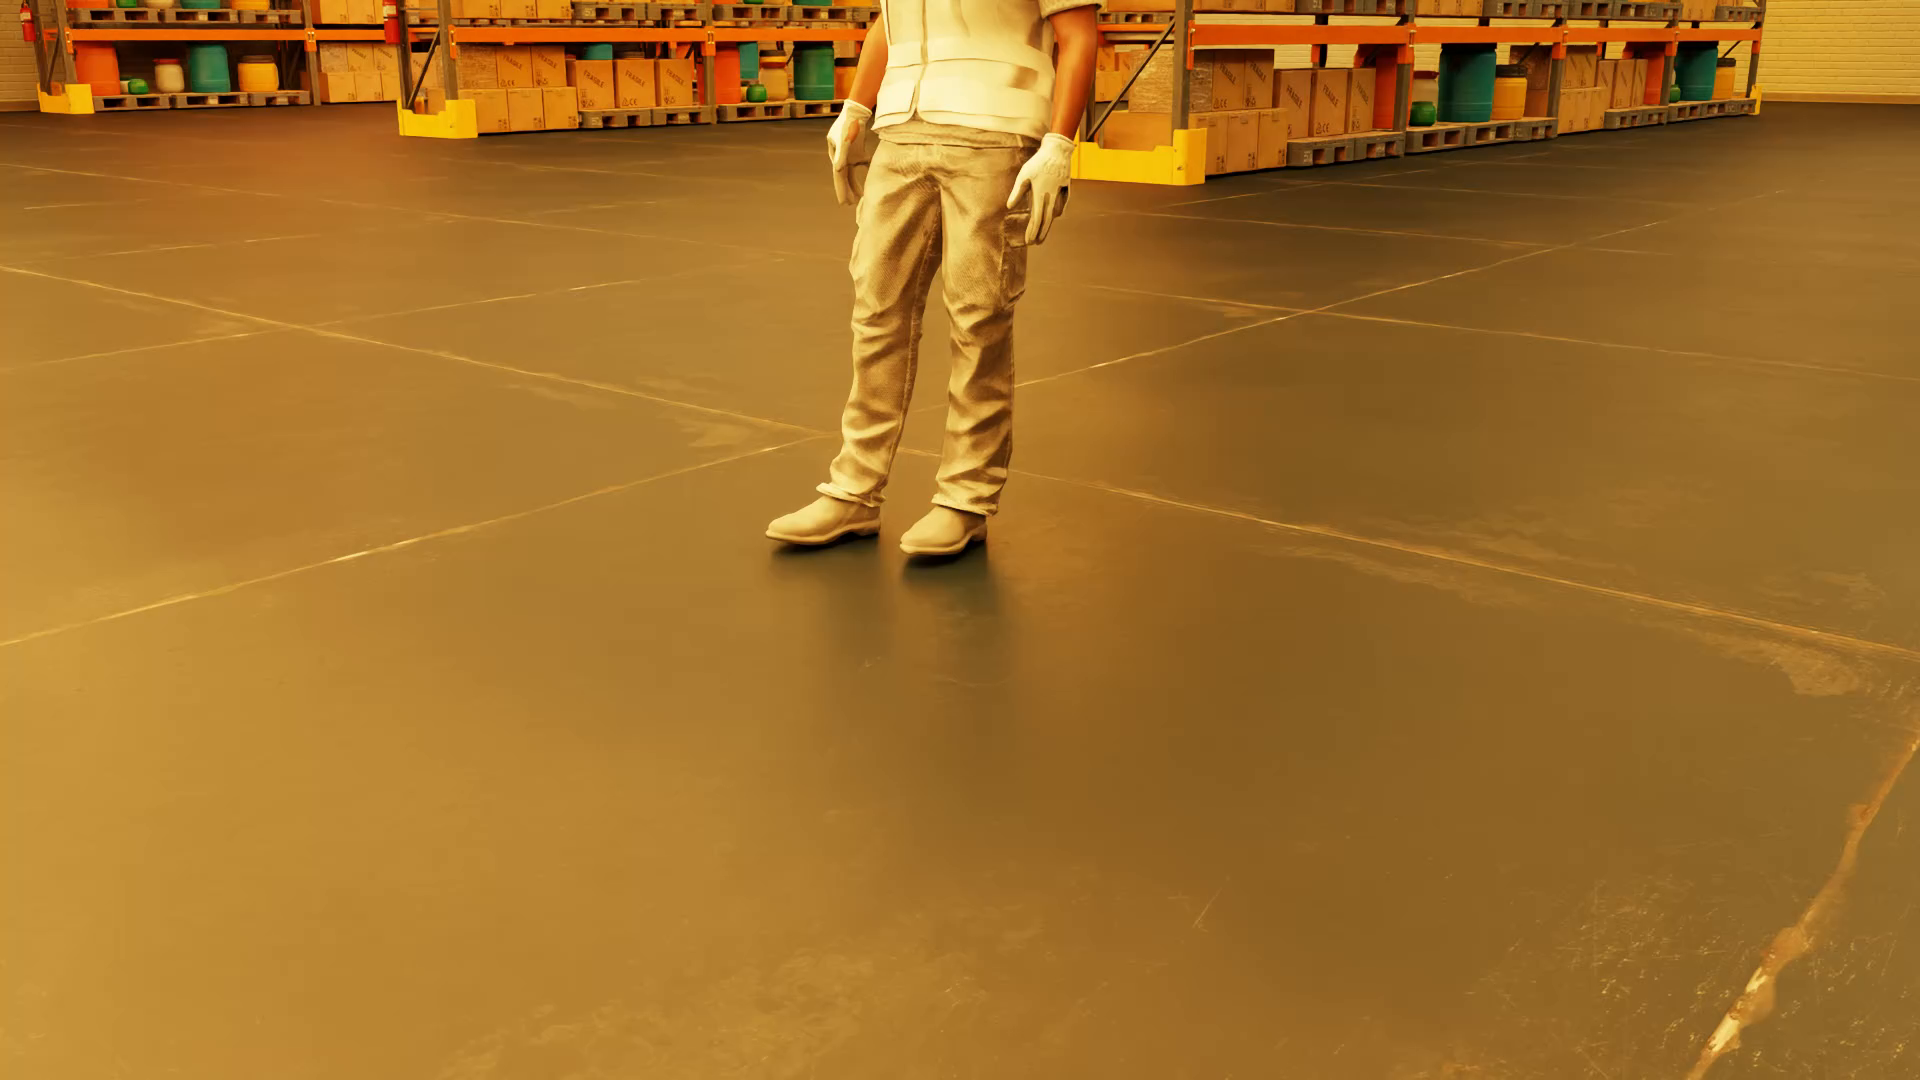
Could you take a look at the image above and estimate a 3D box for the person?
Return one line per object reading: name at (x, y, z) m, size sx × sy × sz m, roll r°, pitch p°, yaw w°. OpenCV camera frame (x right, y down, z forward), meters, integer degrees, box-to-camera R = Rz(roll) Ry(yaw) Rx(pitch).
person at (-0.053, -0.846, 3.634) m, size 0.656 × 1.782 × 0.577 m, roll 13°, pitch 21°, yaw 37°
